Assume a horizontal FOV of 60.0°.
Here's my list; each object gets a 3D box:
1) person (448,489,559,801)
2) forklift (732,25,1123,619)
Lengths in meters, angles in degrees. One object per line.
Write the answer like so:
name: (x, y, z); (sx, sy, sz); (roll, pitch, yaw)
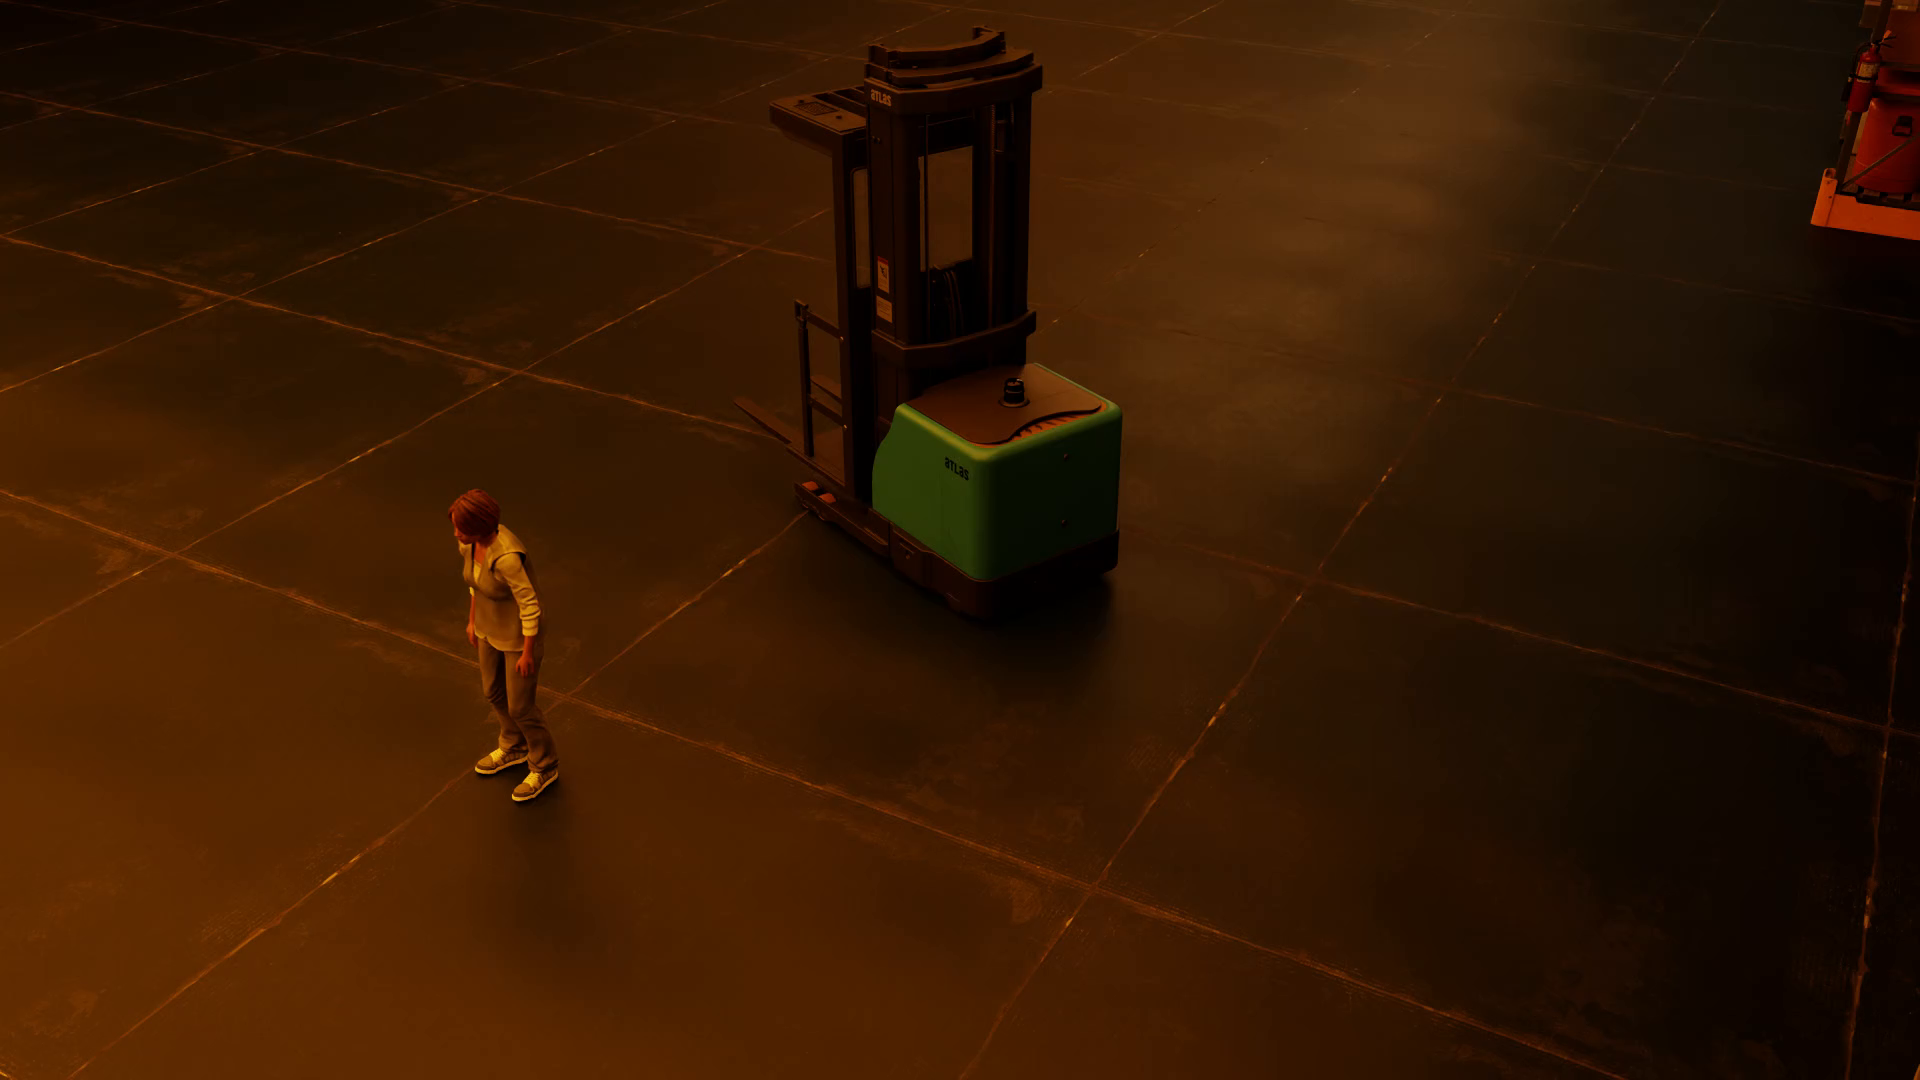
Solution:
person: (-2.081, 0.457, 7.619); (0.476, 1.592, 0.348); (25, 38, 36)
forklift: (-0.367, -1.518, 9.701); (1.130, 2.935, 3.031); (-20, 36, -31)
